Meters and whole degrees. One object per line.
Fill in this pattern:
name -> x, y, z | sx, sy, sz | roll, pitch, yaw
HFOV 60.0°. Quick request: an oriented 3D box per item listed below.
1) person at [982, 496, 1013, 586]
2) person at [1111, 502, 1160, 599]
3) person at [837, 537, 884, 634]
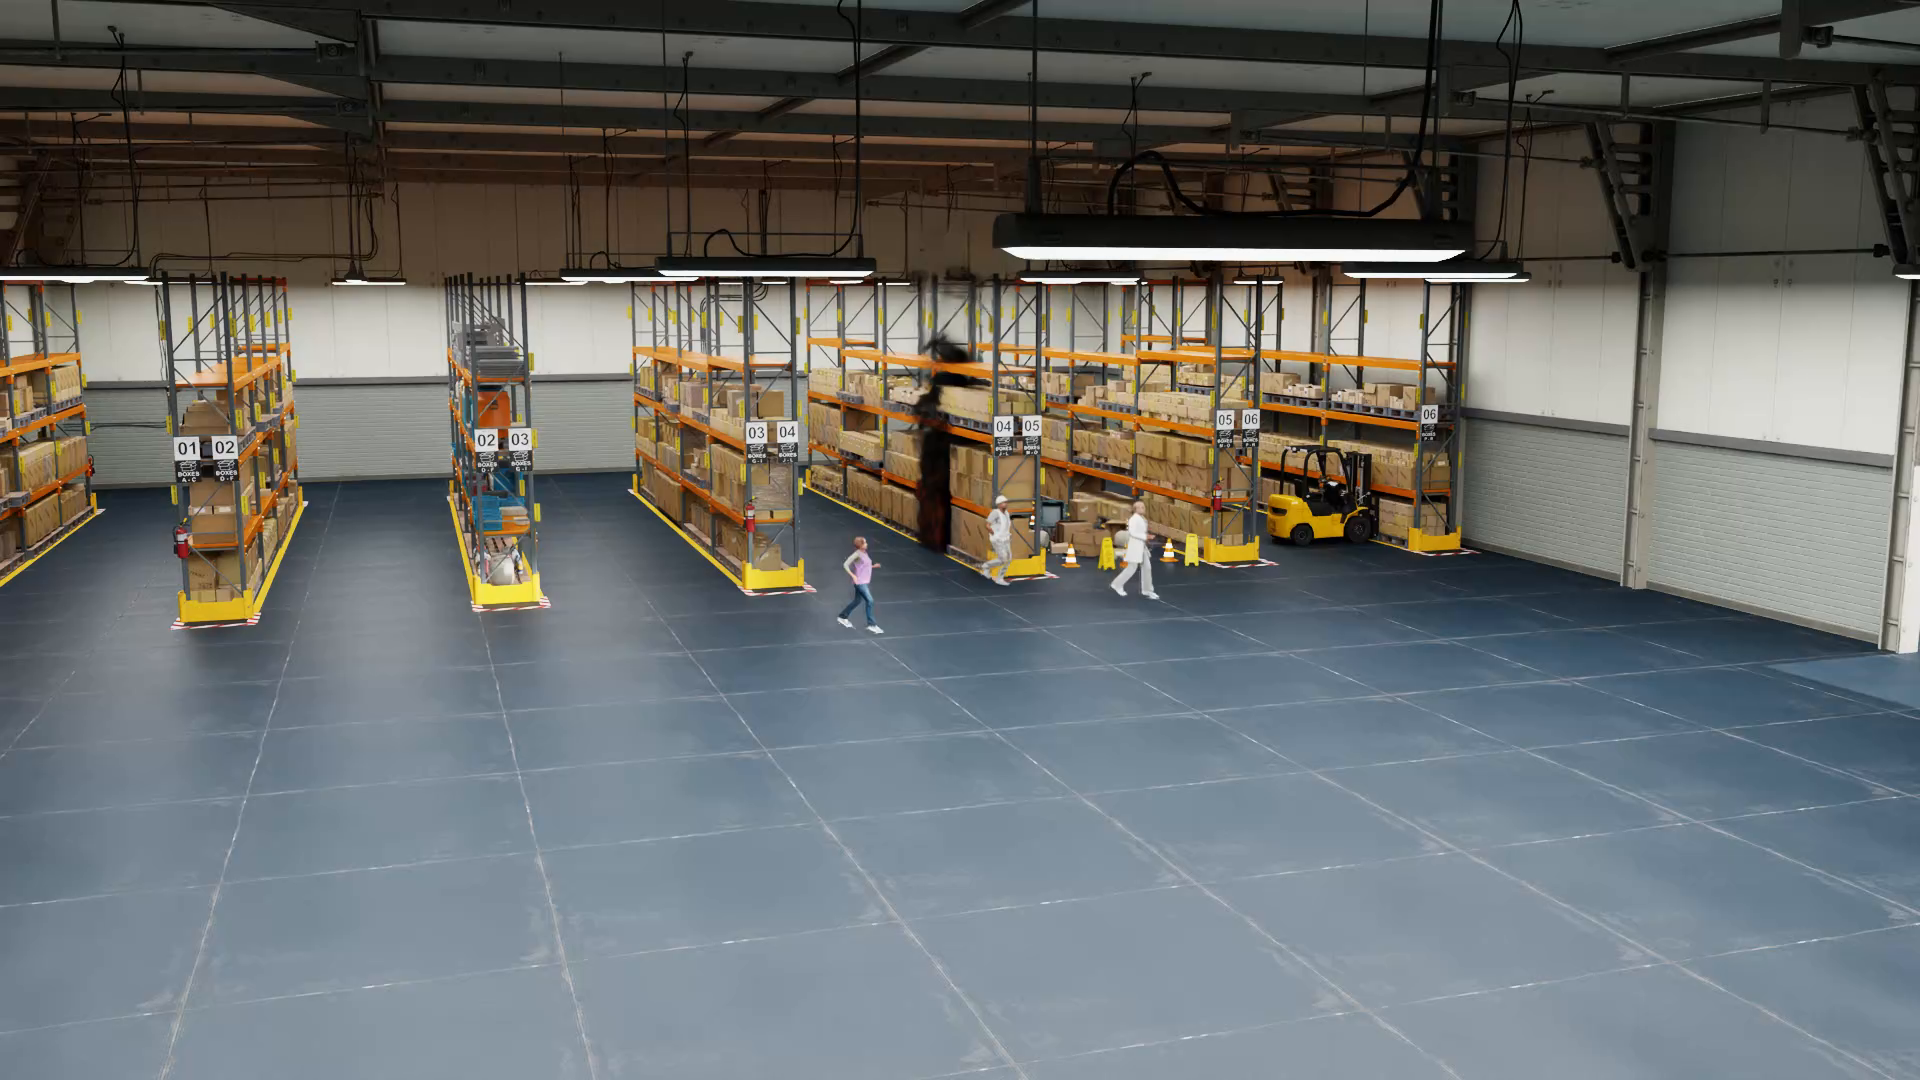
person -> 0.723, 0.007, 32.348 | 0.574, 1.764, 0.705 | 5, 10, 31
person -> 3.273, 0.186, 30.916 | 0.932, 1.820, 0.733 | 4, 10, 26
person -> -1.669, 0.741, 27.765 | 0.822, 1.618, 0.522 | 2, 9, 10
